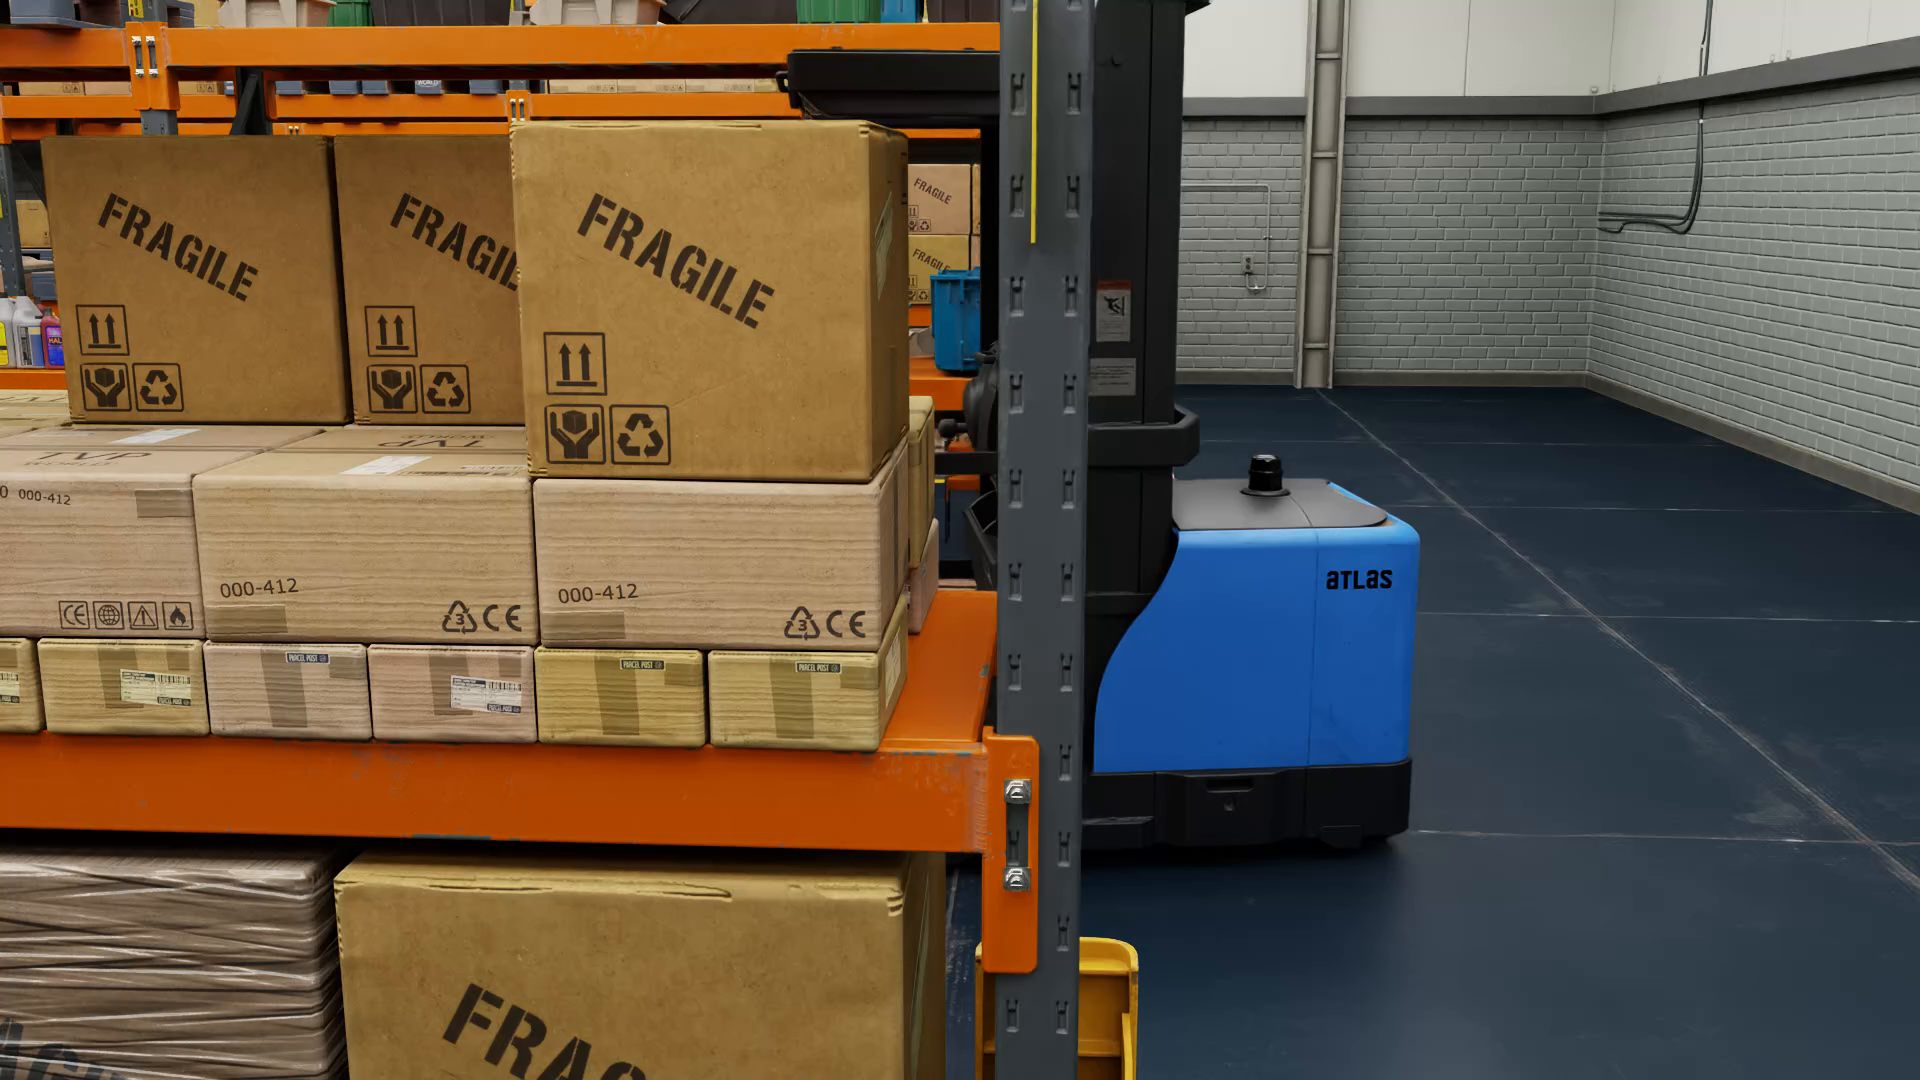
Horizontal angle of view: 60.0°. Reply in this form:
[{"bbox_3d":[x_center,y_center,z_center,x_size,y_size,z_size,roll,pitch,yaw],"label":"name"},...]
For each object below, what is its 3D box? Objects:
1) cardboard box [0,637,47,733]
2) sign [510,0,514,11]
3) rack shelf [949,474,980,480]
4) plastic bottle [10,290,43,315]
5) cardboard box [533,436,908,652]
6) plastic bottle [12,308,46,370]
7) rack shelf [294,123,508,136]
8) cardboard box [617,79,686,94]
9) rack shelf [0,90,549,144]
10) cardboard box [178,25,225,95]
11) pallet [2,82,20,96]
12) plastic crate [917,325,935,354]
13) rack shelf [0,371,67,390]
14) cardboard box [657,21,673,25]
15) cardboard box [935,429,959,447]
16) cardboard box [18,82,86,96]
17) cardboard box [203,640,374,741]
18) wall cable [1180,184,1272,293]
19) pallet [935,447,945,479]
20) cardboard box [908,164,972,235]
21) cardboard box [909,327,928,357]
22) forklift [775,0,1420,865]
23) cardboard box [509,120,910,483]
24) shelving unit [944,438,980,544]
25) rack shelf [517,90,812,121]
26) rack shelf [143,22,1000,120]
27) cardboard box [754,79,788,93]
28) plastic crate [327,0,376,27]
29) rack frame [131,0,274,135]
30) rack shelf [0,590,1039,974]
[{"bbox_3d":[-1.506,0.181,2.690,0.250,0.149,0.380,1,12,4],"label":"cardboard box"},{"bbox_3d":[-3.209,-3.866,11.874,0.005,0.325,0.100,1,12,4],"label":"sign"},{"bbox_3d":[0.165,-0.363,10.181,0.457,0.050,0.221,1,12,4],"label":"rack shelf"},{"bbox_3d":[-4.440,-1.005,7.866,0.185,0.351,0.144,1,12,4],"label":"plastic bottle"},{"bbox_3d":[-0.352,-0.012,2.638,0.500,0.250,0.500,1,12,3],"label":"cardboard box"},{"bbox_3d":[-4.290,-0.937,7.726,0.135,0.276,0.152,1,12,4],"label":"plastic bottle"},{"bbox_3d":[-4.844,-4.221,17.552,4.000,0.370,1.077,1,12,4],"label":"rack shelf"},{"bbox_3d":[-2.208,-3.396,12.215,0.500,0.250,0.500,1,12,4],"label":"cardboard box"},{"bbox_3d":[-5.171,-3.209,12.714,4.000,0.370,1.077,1,12,4],"label":"rack shelf"},{"bbox_3d":[-5.702,-3.624,12.698,0.500,0.500,0.910,1,12,4],"label":"cardboard box"},{"bbox_3d":[-7.850,-3.487,12.748,1.003,0.211,1.213,1,12,6],"label":"pallet"},{"bbox_3d":[-0.058,-0.991,8.178,0.298,0.136,0.250,1,12,4],"label":"plastic crate"},{"bbox_3d":[-5.506,-0.729,8.184,4.000,0.370,1.077,1,12,4],"label":"rack shelf"},{"bbox_3d":[-2.208,-3.641,12.169,0.500,0.250,0.500,1,12,4],"label":"cardboard box"},{"bbox_3d":[-0.142,-0.820,12.710,0.250,0.166,0.380,1,12,4],"label":"cardboard box"},{"bbox_3d":[-6.729,-3.638,12.766,0.500,0.500,0.910,1,12,4],"label":"cardboard box"},{"bbox_3d":[-0.988,0.188,2.658,0.250,0.149,0.380,1,12,5],"label":"cardboard box"},{"bbox_3d":[2.483,-3.696,18.130,1.851,1.984,0.084,1,12,4],"label":"wall cable"},{"bbox_3d":[-27.335,-2.474,0.118,54.027,8.999,28.867,1,12,4],"label":"pallet"},{"bbox_3d":[-0.151,-2.506,12.235,0.500,0.500,0.500,1,12,5],"label":"cardboard box"},{"bbox_3d":[-0.564,-2.008,17.619,0.500,0.500,0.700,0,12,2],"label":"cardboard box"},{"bbox_3d":[-0.078,-0.491,5.459,3.031,2.935,1.130,-1,12,-5],"label":"forklift"},{"bbox_3d":[-0.354,-0.379,2.564,0.500,0.500,0.500,1,12,4],"label":"cardboard box"},{"bbox_3d":[0.163,-0.585,10.135,0.499,1.200,0.258,1,12,4],"label":"shelving unit"},{"bbox_3d":[-1.180,-3.154,12.453,4.000,0.370,1.077,1,12,4],"label":"rack shelf"},{"bbox_3d":[-1.515,-2.142,7.615,4.000,0.370,1.077,1,12,4],"label":"rack shelf"},{"bbox_3d":[-1.211,-3.382,12.152,0.500,0.250,0.500,1,12,4],"label":"cardboard box"},{"bbox_3d":[-3.068,-2.474,7.962,0.662,0.188,0.450,1,12,4],"label":"plastic crate"},{"bbox_3d":[-3.510,-1.054,7.980,0.127,3.000,1.000,1,12,4],"label":"rack frame"},{"bbox_3d":[-1.846,0.338,3.085,4.000,0.370,1.077,1,12,4],"label":"rack shelf"}]
